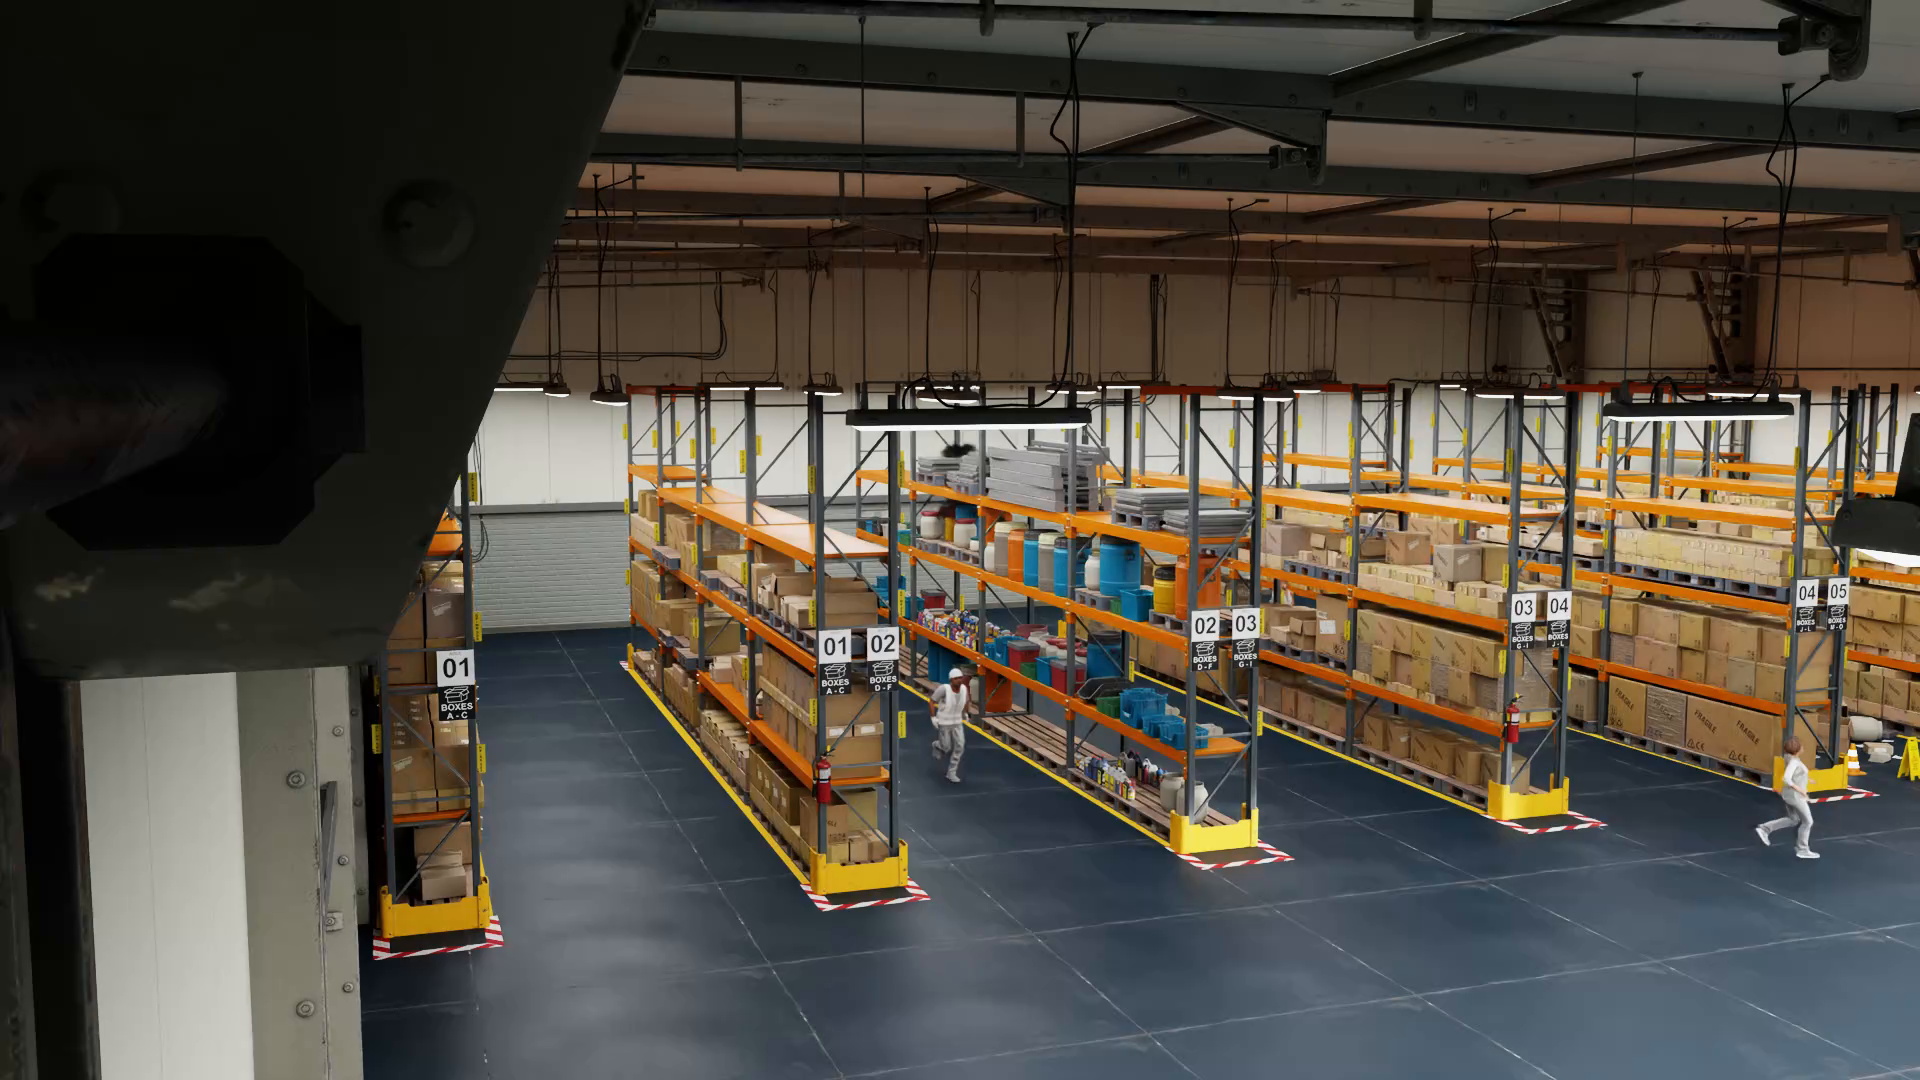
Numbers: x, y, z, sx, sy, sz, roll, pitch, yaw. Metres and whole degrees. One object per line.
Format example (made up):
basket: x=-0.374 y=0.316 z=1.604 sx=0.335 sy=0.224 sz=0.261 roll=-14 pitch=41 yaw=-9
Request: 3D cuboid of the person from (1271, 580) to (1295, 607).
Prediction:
person: x=7.124 y=1.690 z=36.379 sx=0.671 sy=1.762 sz=0.664 roll=-2 pitch=6 yaw=-17

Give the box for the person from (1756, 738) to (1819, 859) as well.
person: x=10.750 y=3.332 z=21.524 sx=0.755 sy=1.563 sz=0.547 roll=2 pitch=6 yaw=15

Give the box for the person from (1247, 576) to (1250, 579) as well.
person: x=6.503 y=1.622 z=37.832 sx=0.746 sy=1.705 sz=1.063 roll=-2 pitch=6 yaw=-15

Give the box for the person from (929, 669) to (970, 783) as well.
person: x=-0.175 y=2.830 z=25.753 sx=0.699 sy=1.744 sz=0.788 roll=-3 pitch=7 yaw=-28
